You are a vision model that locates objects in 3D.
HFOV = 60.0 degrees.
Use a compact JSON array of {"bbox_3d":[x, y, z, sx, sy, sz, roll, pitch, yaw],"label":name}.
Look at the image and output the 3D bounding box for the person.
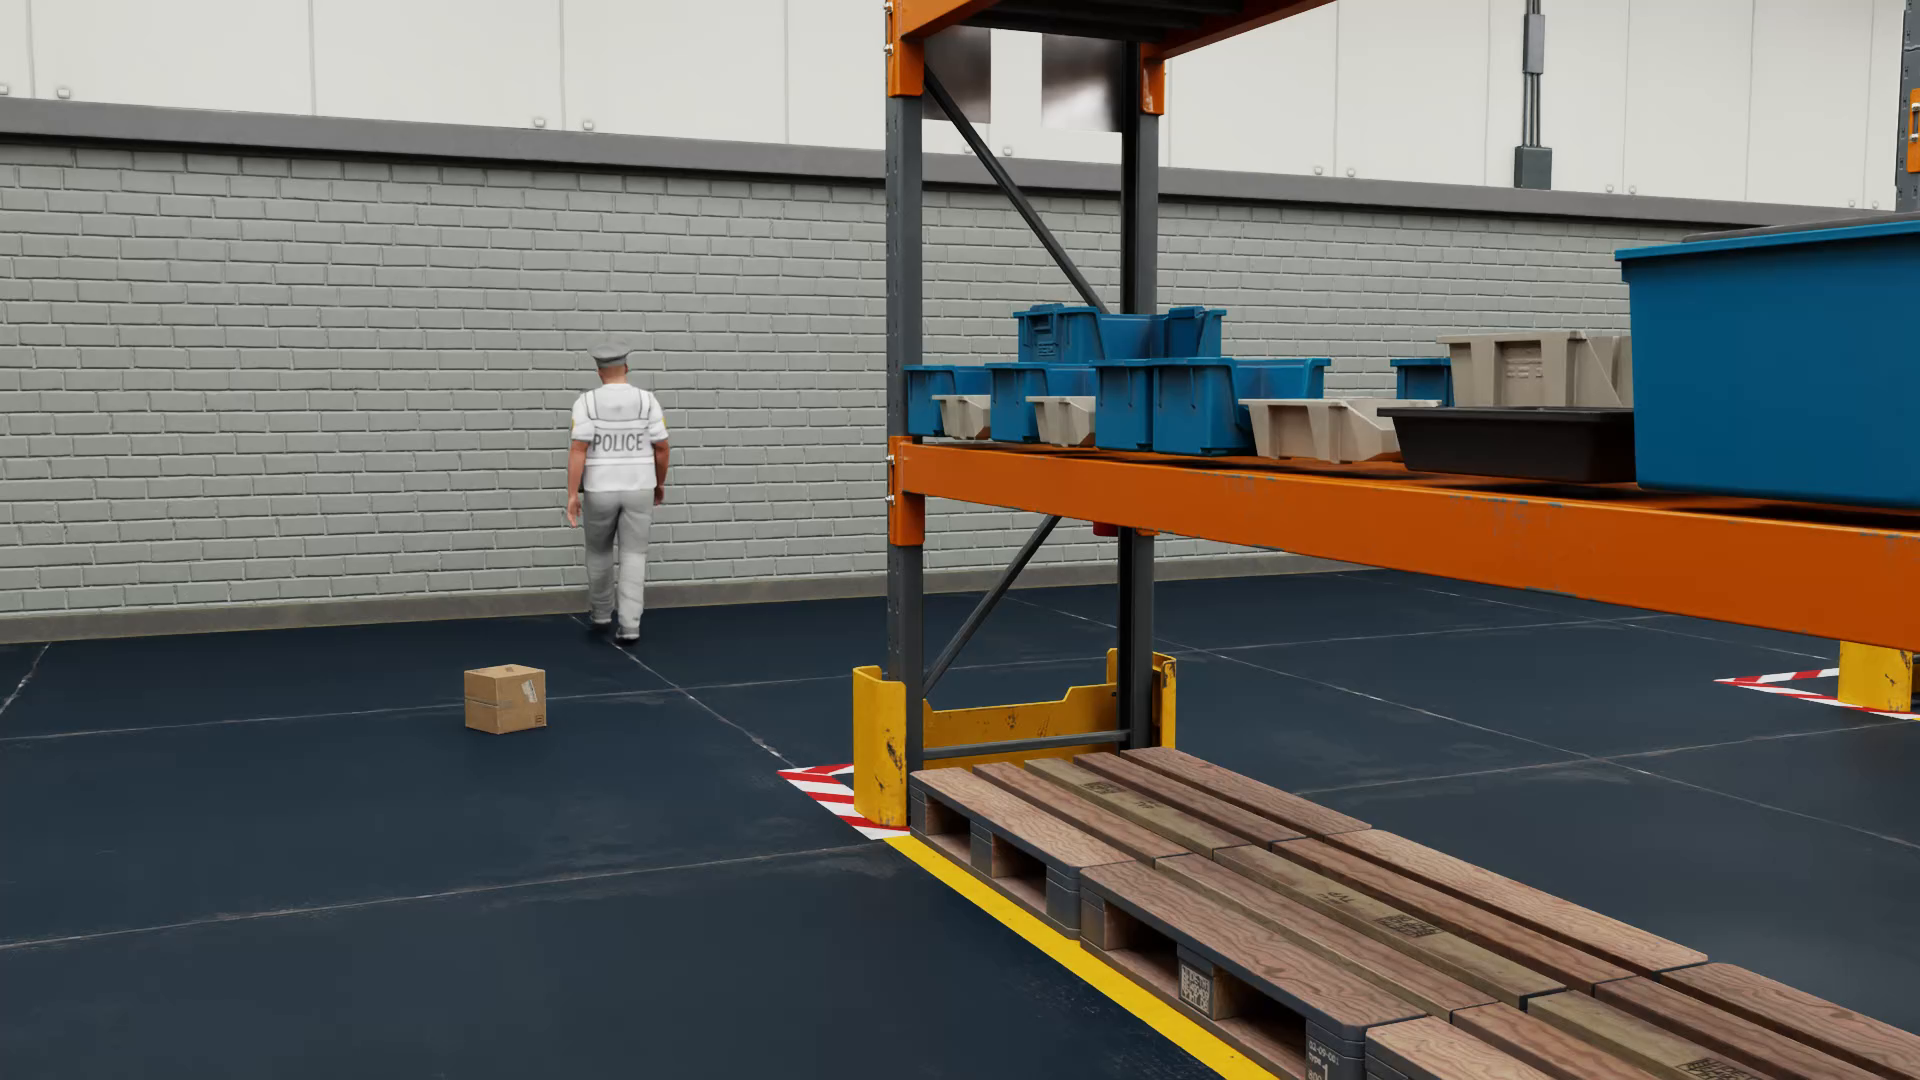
[{"bbox_3d":[-2.024,-0.307,9.894,0.591,1.737,0.880,-1,5,-10],"label":"person"}]
